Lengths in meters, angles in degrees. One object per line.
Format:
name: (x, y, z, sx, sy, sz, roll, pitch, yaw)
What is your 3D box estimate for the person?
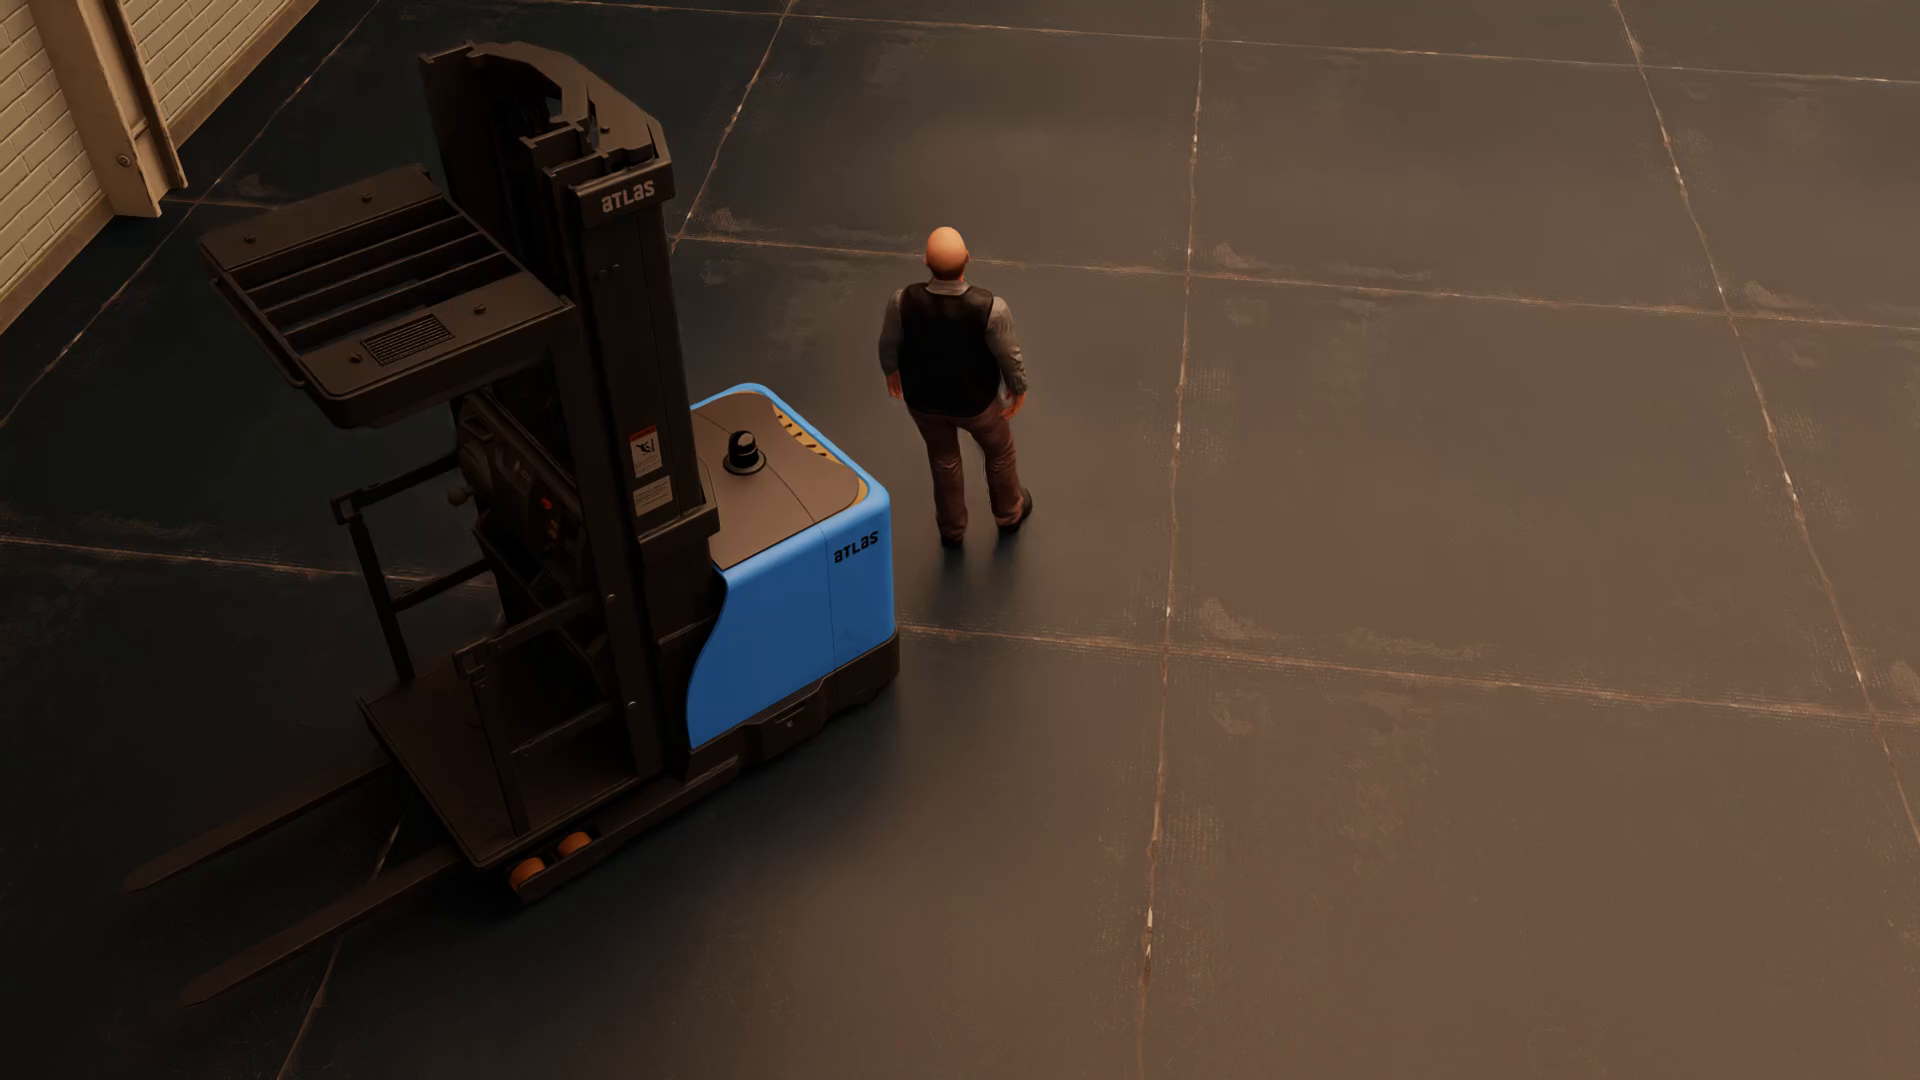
person: (-0.009, -0.697, 7.395, 0.663, 1.712, 0.563, 7, 43, 8)

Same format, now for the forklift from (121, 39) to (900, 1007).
forklift: (-1.727, -0.104, 5.838, 3.031, 2.935, 1.130, -28, 50, -27)
